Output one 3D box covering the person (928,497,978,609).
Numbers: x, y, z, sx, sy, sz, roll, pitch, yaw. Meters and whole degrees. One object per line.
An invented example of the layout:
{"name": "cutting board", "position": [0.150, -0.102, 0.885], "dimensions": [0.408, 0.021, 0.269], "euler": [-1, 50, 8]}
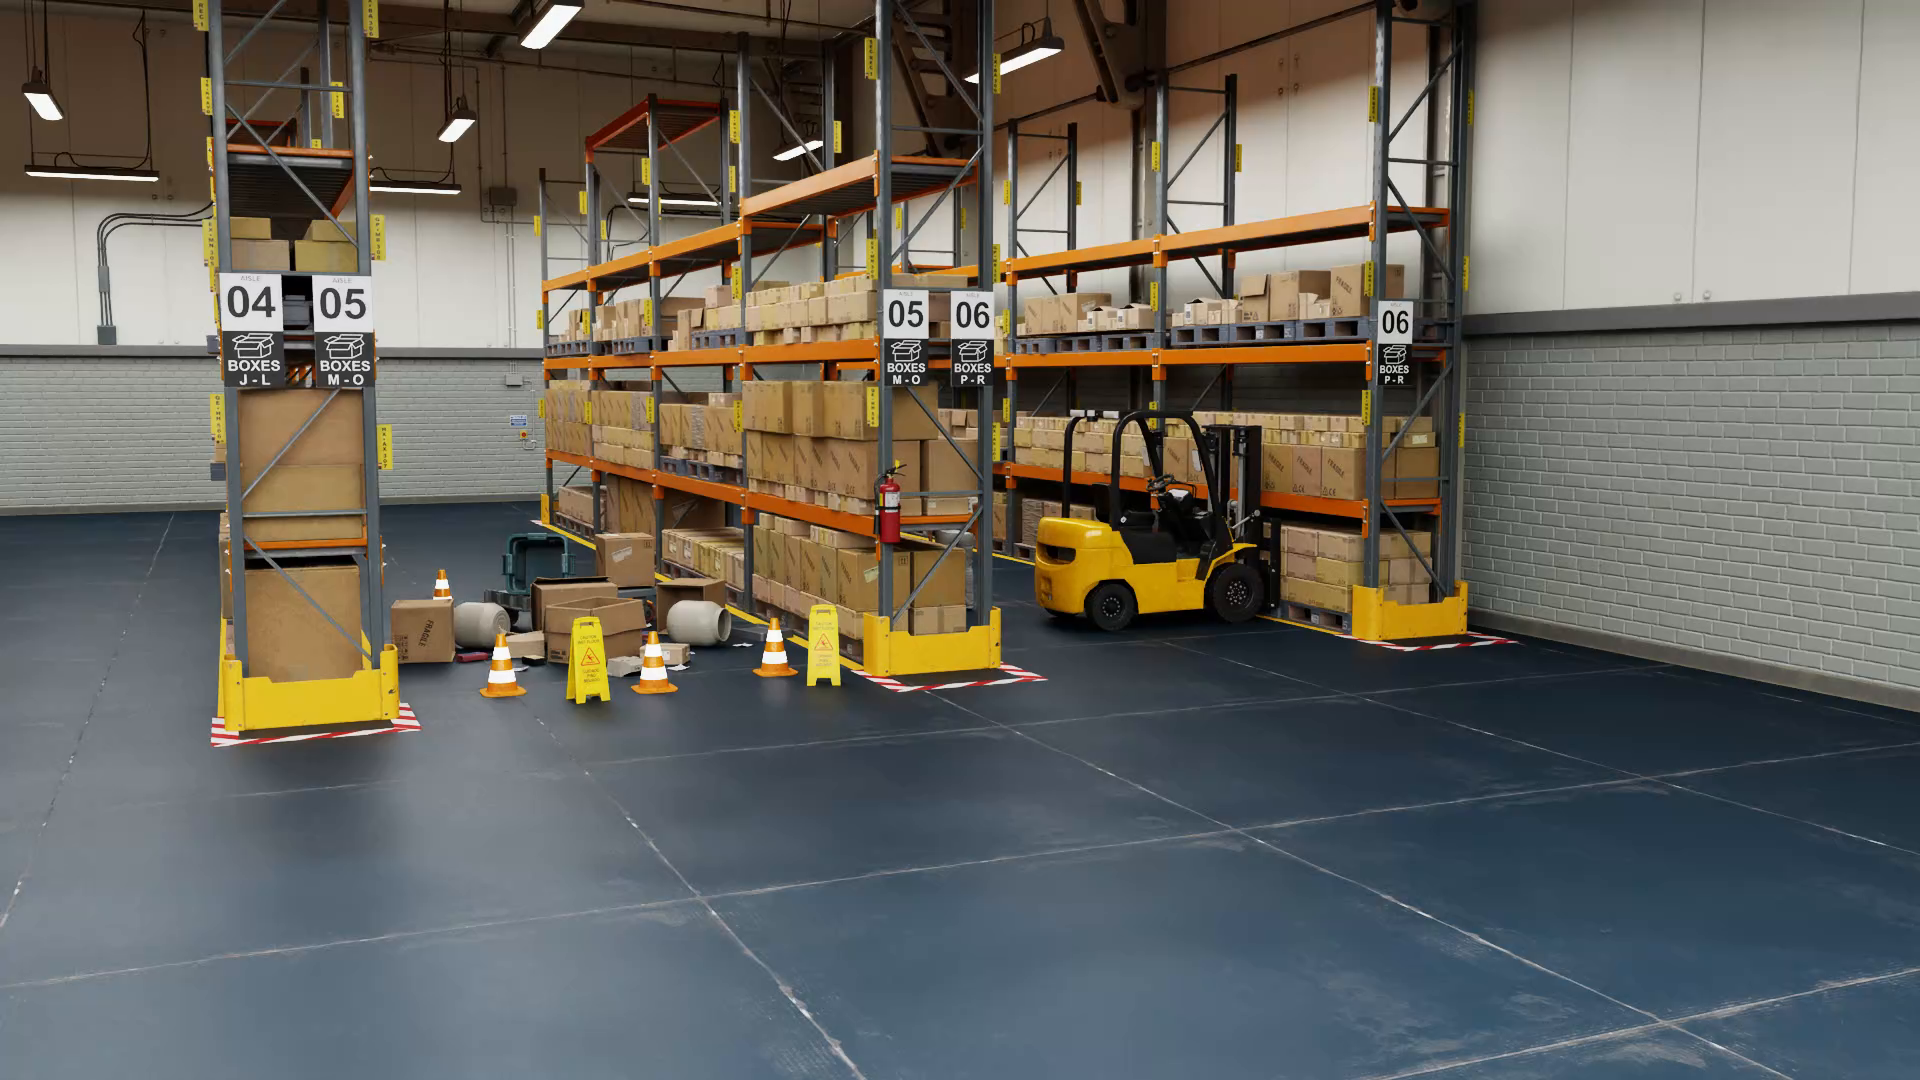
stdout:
{"name": "person", "position": [-0.084, -0.075, 17.649], "dimensions": [0.598, 1.670, 0.529], "euler": [-3, 6, -25]}
